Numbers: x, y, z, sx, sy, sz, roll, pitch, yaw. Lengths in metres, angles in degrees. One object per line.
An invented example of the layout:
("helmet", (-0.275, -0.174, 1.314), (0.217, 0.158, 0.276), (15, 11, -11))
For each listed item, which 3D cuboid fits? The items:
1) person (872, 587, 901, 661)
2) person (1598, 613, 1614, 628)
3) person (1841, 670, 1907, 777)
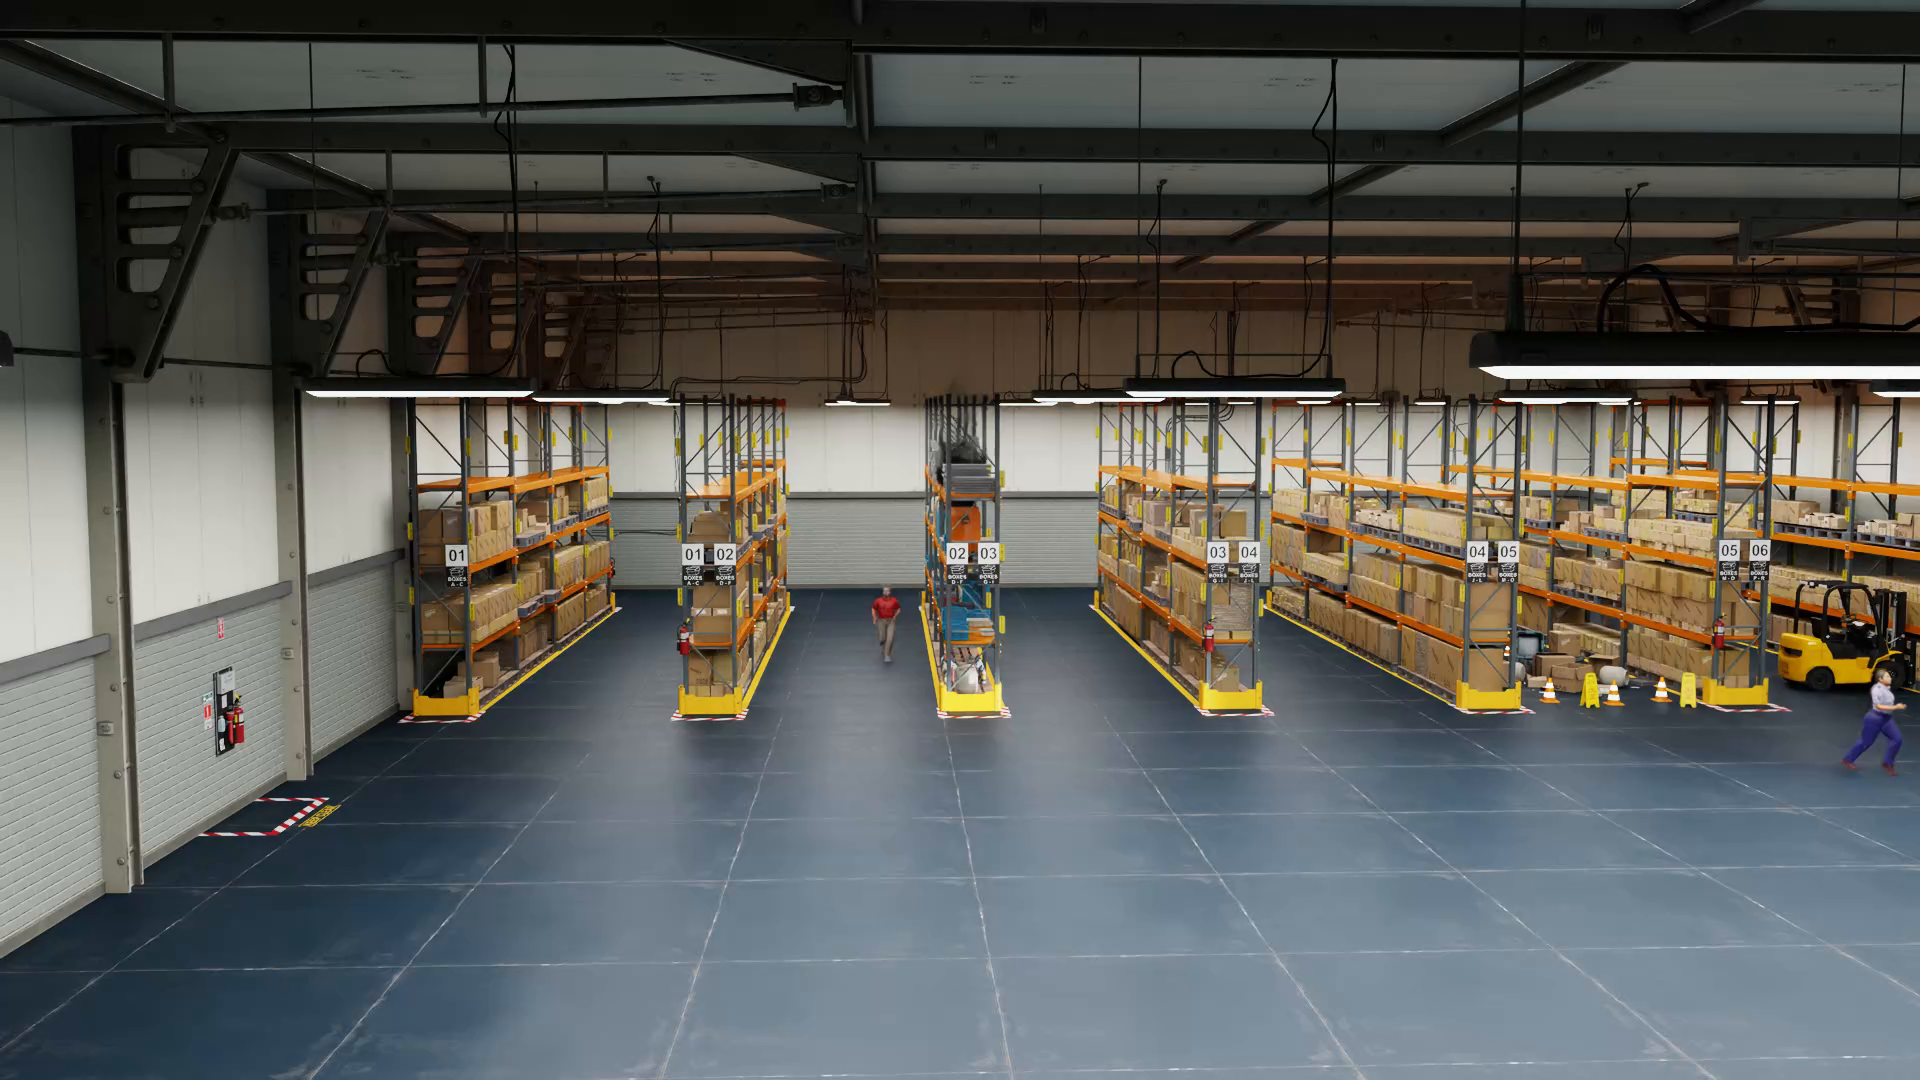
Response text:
("person", (-1.673, 1.901, 37.926), (0.672, 1.687, 0.598), (0, 5, -5))
("person", (16.847, 1.476, 43.407), (0.546, 1.618, 0.608), (-1, 5, -15))
("person", (14.335, 2.858, 26.008), (0.611, 1.689, 0.871), (-4, 6, -42))
